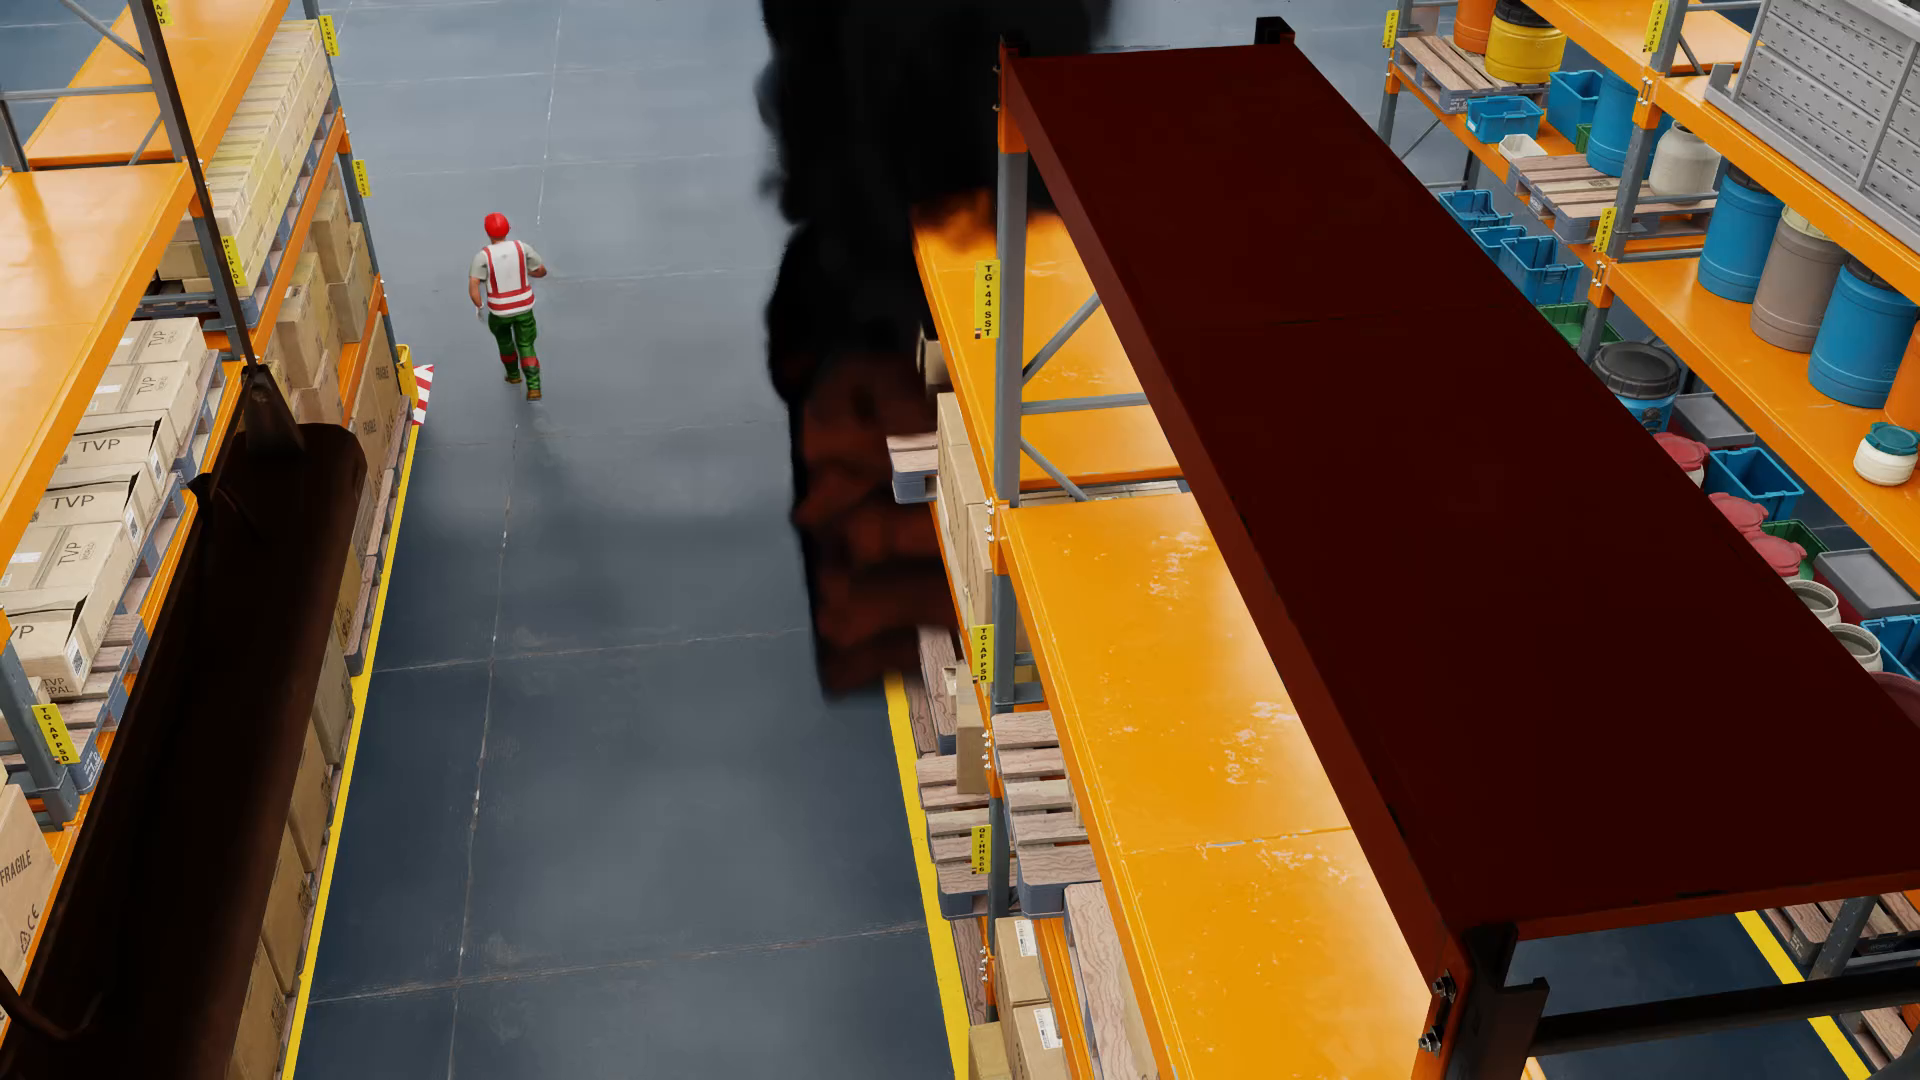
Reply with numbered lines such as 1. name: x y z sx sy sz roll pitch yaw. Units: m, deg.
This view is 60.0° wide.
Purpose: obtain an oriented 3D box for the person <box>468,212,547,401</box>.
1. person: -3.933 -2.026 14.610 0.694 1.788 0.947 -14 39 -18
